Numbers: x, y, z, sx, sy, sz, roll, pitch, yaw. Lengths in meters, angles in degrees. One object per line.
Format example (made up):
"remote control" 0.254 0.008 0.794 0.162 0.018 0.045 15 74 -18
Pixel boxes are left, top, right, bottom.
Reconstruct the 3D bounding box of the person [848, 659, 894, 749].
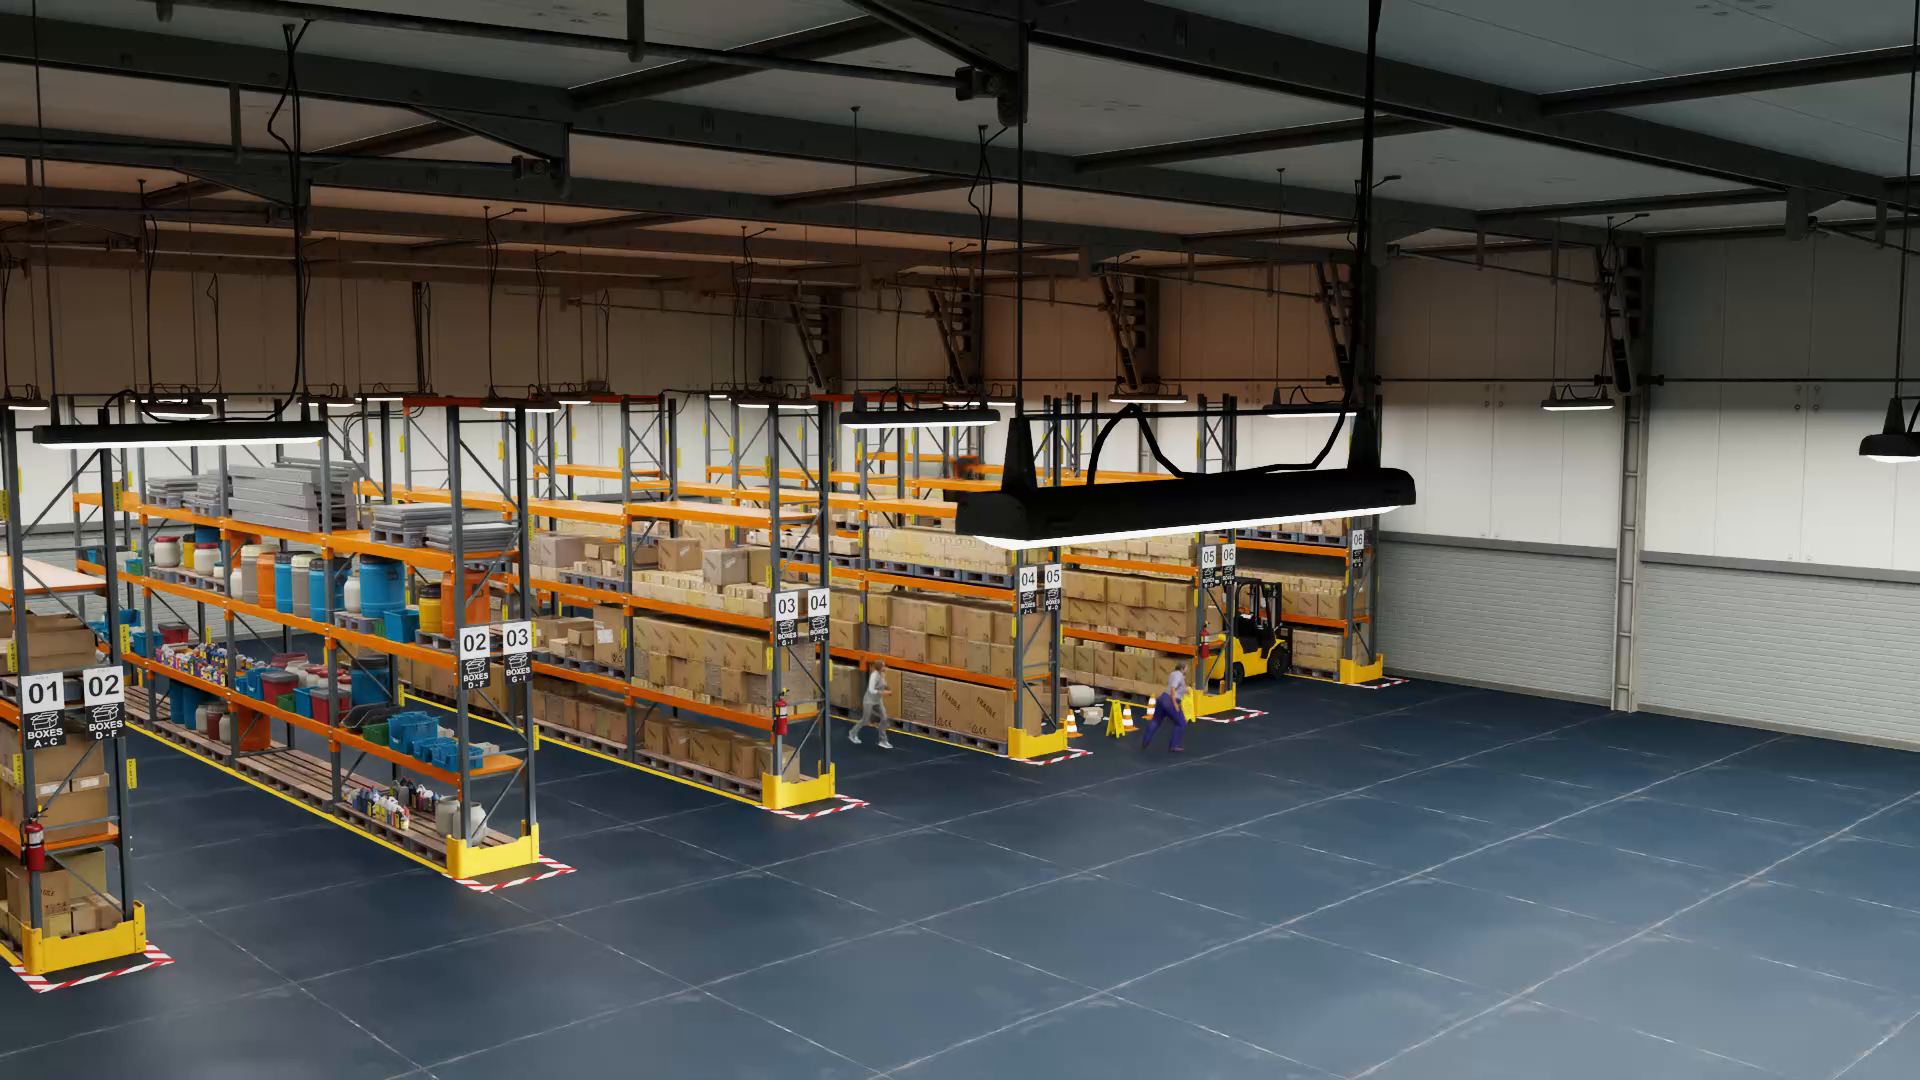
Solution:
"person" -1.519 2.793 28.522 0.900 1.567 0.532 3 6 30

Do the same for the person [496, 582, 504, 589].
"person" -10.694 1.788 38.450 0.655 1.659 0.604 -2 6 -24

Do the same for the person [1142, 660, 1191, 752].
"person" 3.571 2.827 28.396 0.863 1.576 0.668 -2 6 -23

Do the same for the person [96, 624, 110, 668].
"person" -17.619 2.305 33.824 1.175 1.545 0.693 -3 6 -27
